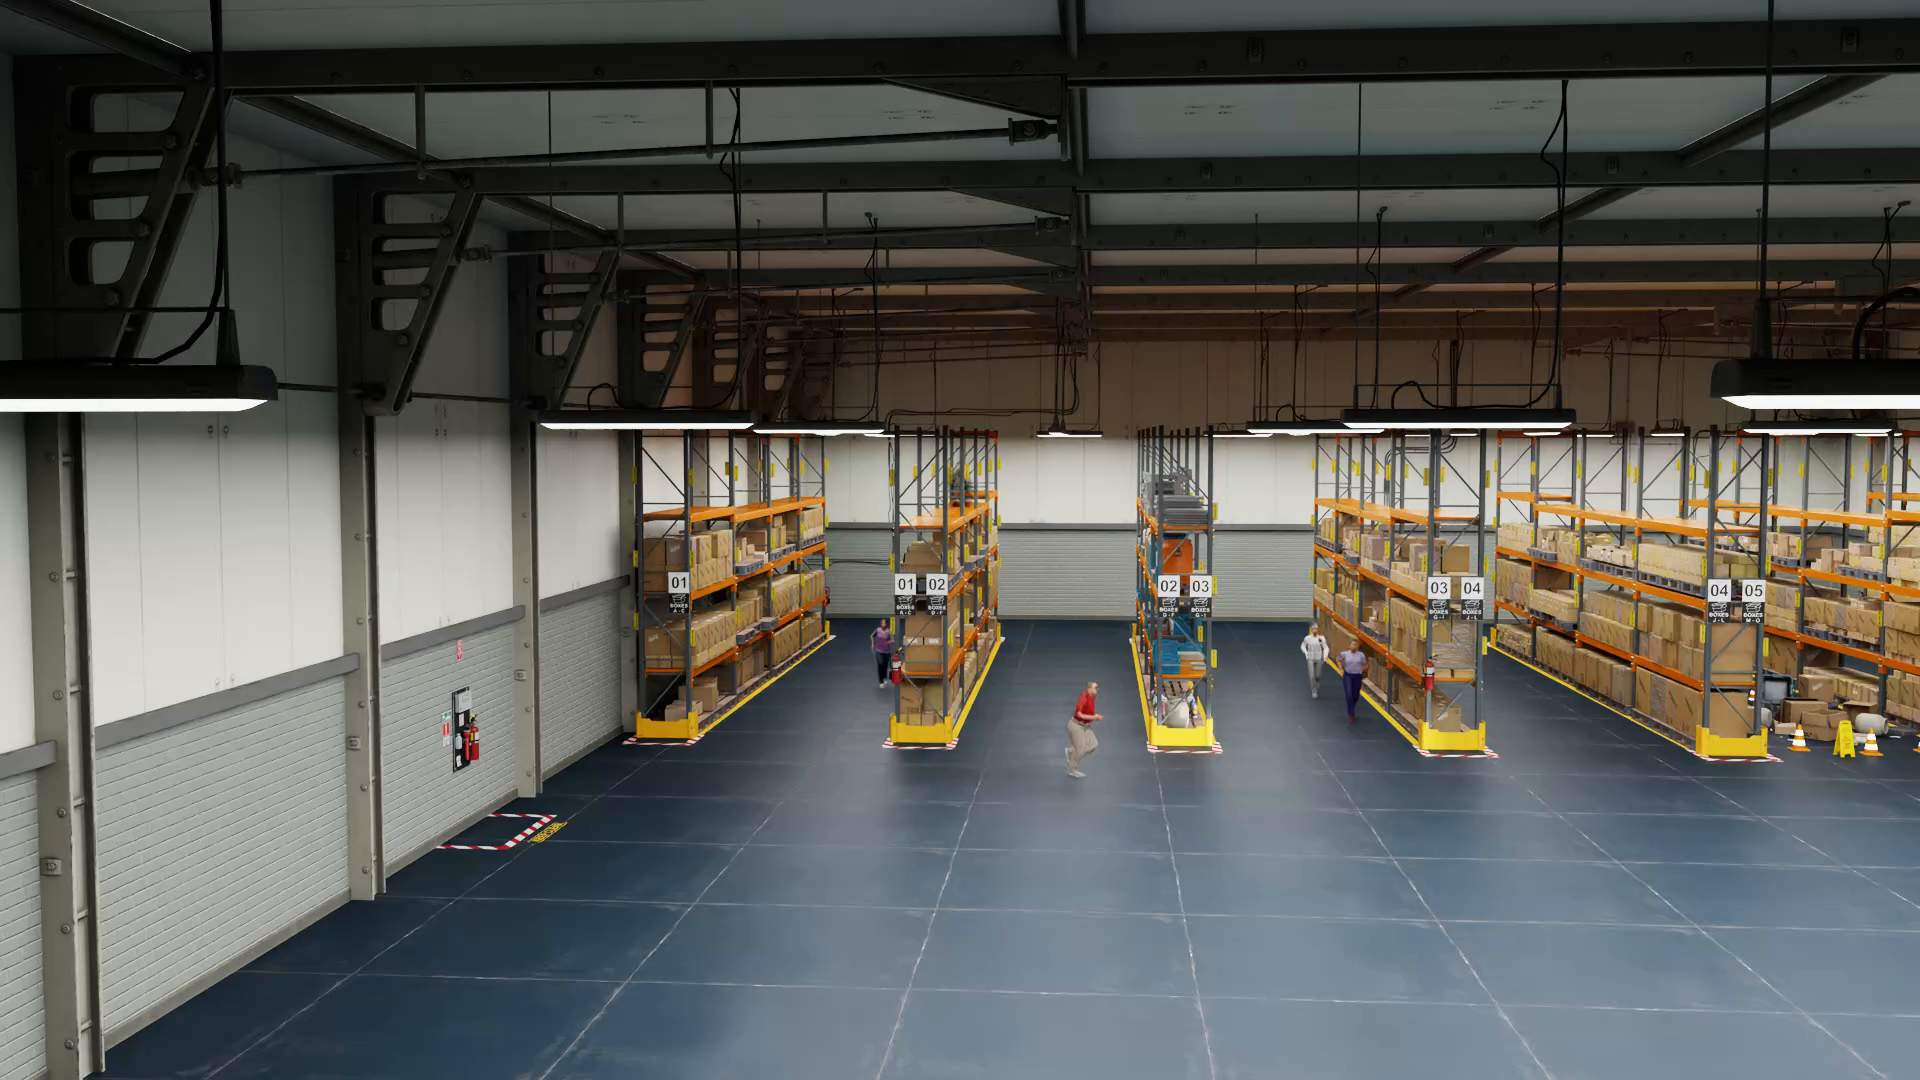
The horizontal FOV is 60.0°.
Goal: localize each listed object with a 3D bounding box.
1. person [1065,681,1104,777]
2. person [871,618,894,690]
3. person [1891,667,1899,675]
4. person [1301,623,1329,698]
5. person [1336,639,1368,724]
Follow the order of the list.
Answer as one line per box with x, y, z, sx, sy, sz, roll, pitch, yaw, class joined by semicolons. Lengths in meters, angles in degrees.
2.115;3.211;28.240;0.739;1.653;0.653;2;4;27;person
-1.783;2.611;38.381;0.527;1.626;0.838;0;3;-6;person
21.394;2.576;37.931;0.715;1.734;0.628;0;3;3;person
7.934;2.671;37.207;0.617;1.667;0.578;1;3;11;person
8.030;2.862;34.003;0.606;1.657;0.926;0;3;1;person
